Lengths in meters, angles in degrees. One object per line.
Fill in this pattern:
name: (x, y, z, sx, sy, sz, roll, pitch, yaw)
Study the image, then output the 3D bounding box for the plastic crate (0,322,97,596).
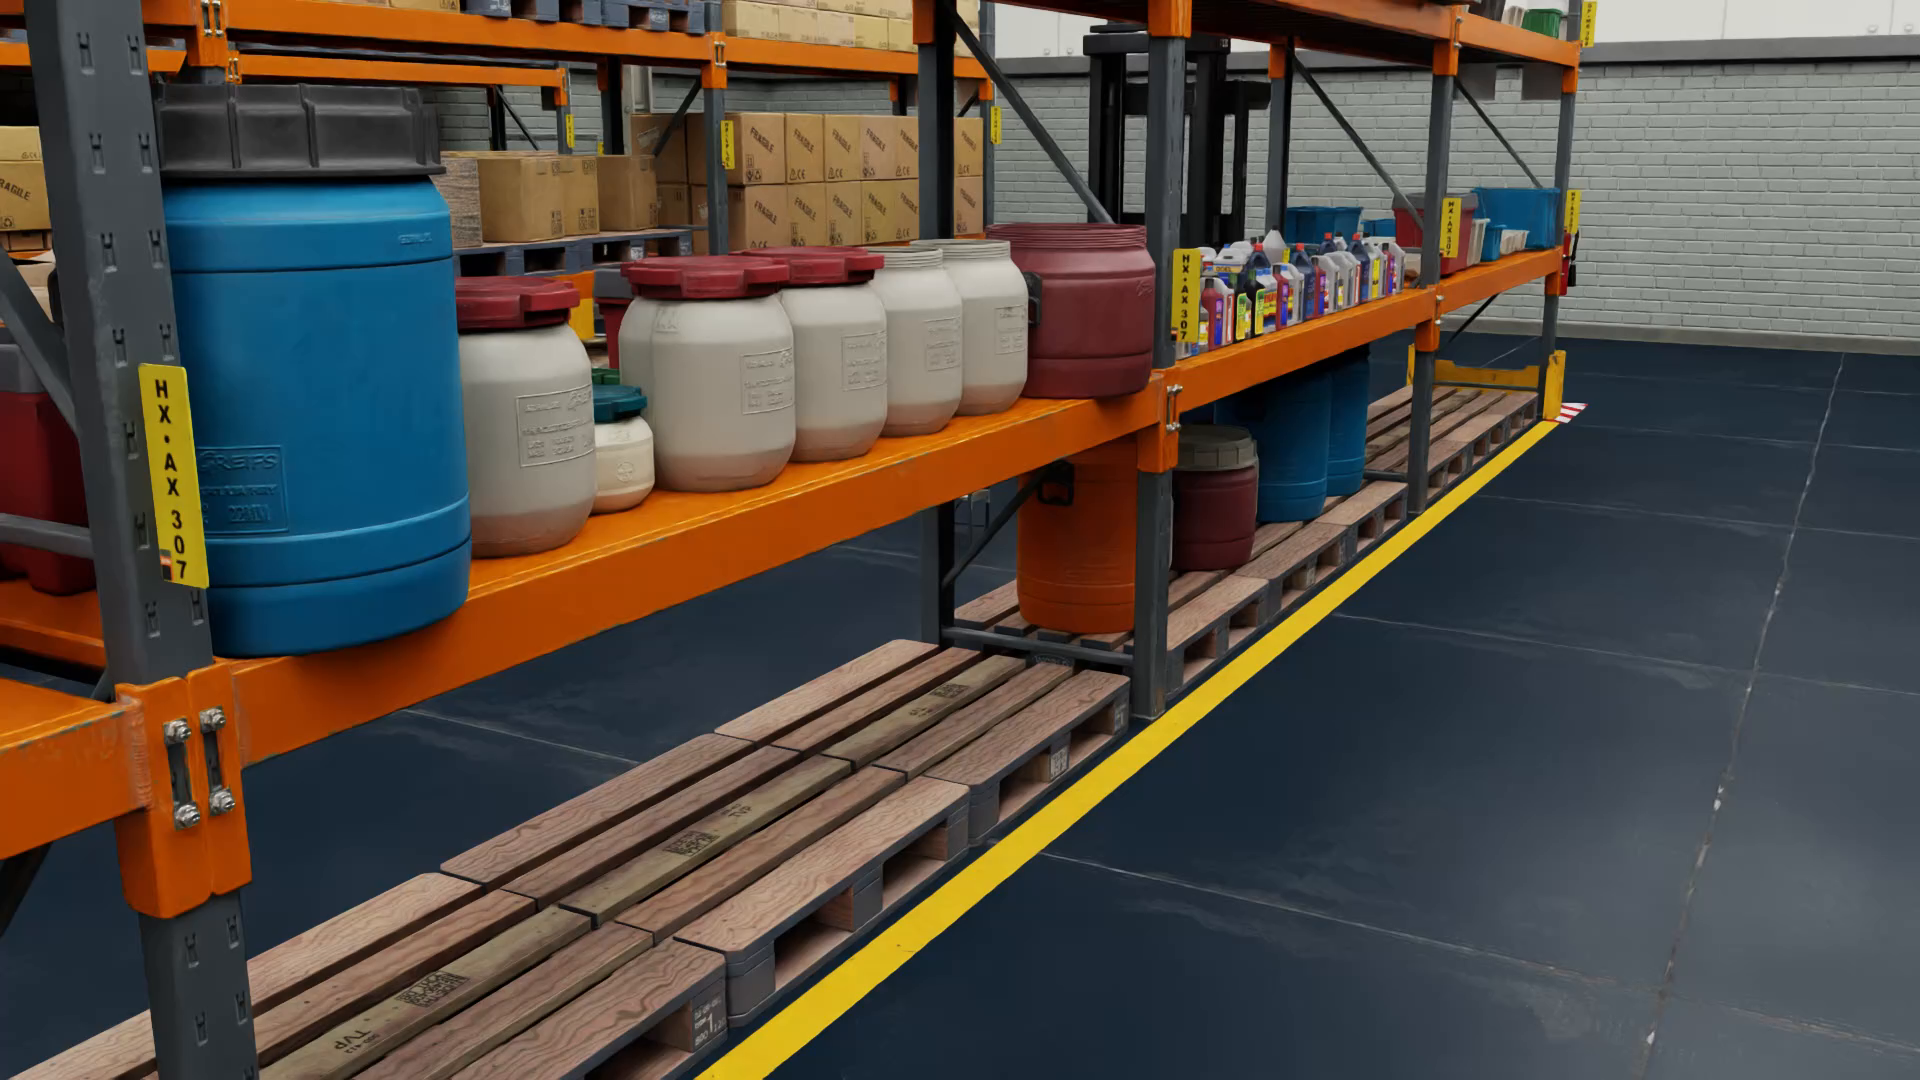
plastic crate: (-1.657, -0.188, 3.275, 0.402, 0.464, 0.583, 7, 15, 28)

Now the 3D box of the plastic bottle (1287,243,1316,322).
plastic bottle: (1.554, -1.188, 7.667, 0.144, 0.351, 0.185, 7, 15, 28)

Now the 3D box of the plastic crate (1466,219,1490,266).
plastic crate: (3.143, -1.928, 10.755, 0.437, 0.282, 0.530, 7, 15, 28)

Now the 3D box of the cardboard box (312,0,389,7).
cardboard box: (-3.596, -3.110, 8.920, 0.910, 0.500, 0.500, 7, 15, 28)

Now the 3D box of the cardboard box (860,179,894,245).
cardboard box: (-0.872, -2.660, 13.455, 0.500, 0.500, 0.500, 7, 15, 27)

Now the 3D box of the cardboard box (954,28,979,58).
cardboard box: (-0.174, -4.297, 14.375, 0.500, 0.250, 0.500, 7, 15, 28)

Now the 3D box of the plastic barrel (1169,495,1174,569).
plastic barrel: (0.727, -0.066, 7.320, 0.421, 0.512, 0.421, 0, 14, 0)

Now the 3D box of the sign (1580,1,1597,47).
sign: (4.667, -3.833, 12.355, 0.100, 0.325, 0.005, 7, 15, 28)

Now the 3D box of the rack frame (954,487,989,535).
rack frame: (0.053, -0.460, 9.022, 0.240, 0.900, 0.006, 7, 15, 28)

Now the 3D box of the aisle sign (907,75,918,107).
aisle sign: (-0.381, -4.358, 15.161, 0.394, 0.787, 0.004, 7, 15, 28)

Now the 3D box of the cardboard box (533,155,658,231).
cardboard box: (-2.515, -2.407, 11.507, 0.700, 0.500, 0.500, 2, 14, 9)

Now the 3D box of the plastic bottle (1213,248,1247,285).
plastic bottle: (1.372, -1.345, 8.475, 0.152, 0.276, 0.135, 7, 15, 28)

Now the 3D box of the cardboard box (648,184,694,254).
cardboard box: (-2.073, -2.406, 12.400, 0.500, 0.500, 0.500, 8, 16, 29)

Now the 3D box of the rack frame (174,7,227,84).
rack frame: (-4.024, -1.405, 8.462, 1.000, 3.000, 0.127, 7, 15, 28)

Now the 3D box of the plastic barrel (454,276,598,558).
plastic barrel: (-0.969, -0.260, 3.422, 0.433, 0.535, 0.433, 0, 14, 0)

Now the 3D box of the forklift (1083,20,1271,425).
forklift: (1.548, -2.174, 11.799, 1.130, 2.935, 3.031, 6, 15, 25)

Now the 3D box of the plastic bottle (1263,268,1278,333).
plastic bottle: (1.329, -1.043, 7.235, 0.097, 0.271, 0.097, 0, 14, 0)

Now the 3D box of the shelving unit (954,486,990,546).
shelving unit: (0.004, -0.439, 8.935, 0.258, 0.900, 0.210, 7, 15, 28)

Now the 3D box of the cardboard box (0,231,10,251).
cardboard box: (-7.268, -2.211, 12.296, 0.380, 0.149, 0.250, 7, 15, 28)

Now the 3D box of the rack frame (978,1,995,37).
rack frame: (-0.157, -5.963, 14.567, 1.000, 3.000, 0.127, 7, 15, 28)

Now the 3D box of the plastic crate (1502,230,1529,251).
plastic crate: (3.942, -2.198, 12.184, 0.396, 0.136, 0.243, 7, 15, 28)

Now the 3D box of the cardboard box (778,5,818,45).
cardboard box: (-1.393, -3.785, 12.253, 0.500, 0.250, 0.500, 7, 15, 28)

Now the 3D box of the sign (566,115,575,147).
sign: (-4.026, -4.221, 17.165, 0.100, 0.325, 0.005, 7, 15, 28)

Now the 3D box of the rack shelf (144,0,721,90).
rack shelf: (-3.057, -2.924, 9.897, 1.077, 0.370, 4.000, 7, 15, 28)

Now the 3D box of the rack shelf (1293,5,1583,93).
rack shelf: (3.211, -3.183, 10.970, 1.077, 0.370, 4.000, 7, 15, 28)

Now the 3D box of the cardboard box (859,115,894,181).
cardboard box: (-0.869, -3.143, 13.322, 0.500, 0.500, 0.500, 8, 16, 30)

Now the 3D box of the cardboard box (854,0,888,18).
cardboard box: (-0.904, -4.232, 13.043, 0.500, 0.250, 0.500, 7, 15, 28)

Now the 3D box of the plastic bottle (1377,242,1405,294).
plastic bottle: (2.337, -1.486, 9.062, 0.152, 0.276, 0.135, 7, 15, 28)

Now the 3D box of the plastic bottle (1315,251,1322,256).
plastic bottle: (1.798, -1.316, 8.365, 0.097, 0.271, 0.097, 0, 14, 0)

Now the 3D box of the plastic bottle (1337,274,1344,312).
plastic bottle: (1.819, -1.217, 8.105, 0.097, 0.201, 0.097, 0, 14, 0)

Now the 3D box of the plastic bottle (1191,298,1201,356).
plastic bottle: (0.883, -0.854, 6.448, 0.097, 0.271, 0.097, 0, 14, 0)

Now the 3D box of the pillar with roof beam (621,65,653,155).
pillar with roof beam: (-0.178, -6.688, 17.573, 9.100, 9.000, 0.400, 7, 15, 28)

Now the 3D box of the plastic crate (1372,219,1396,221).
plastic crate: (3.134, -2.149, 11.776, 0.416, 0.233, 0.300, 7, 15, 28)

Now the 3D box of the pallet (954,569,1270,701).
pallet: (0.655, 0.346, 7.148, 1.003, 0.211, 1.213, 7, 15, 28)

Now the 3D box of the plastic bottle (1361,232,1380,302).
plastic bottle: (2.086, -1.414, 8.605, 0.144, 0.351, 0.185, 7, 15, 28)

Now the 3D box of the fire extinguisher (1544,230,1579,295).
fire extinguisher: (4.648, -2.245, 12.907, 0.296, 0.674, 0.183, 7, 15, 28)

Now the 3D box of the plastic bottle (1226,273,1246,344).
plastic bottle: (1.131, -0.956, 6.847, 0.061, 0.283, 0.133, 7, 15, 28)

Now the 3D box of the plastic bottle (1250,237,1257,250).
plastic bottle: (1.629, -1.553, 9.324, 0.061, 0.283, 0.133, 7, 15, 28)

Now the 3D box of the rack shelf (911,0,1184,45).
rack shelf: (-0.656, -1.541, 4.162, 1.077, 0.370, 4.000, 7, 15, 28)

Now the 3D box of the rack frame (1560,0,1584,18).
rack frame: (4.178, -5.401, 12.236, 1.000, 3.000, 0.127, 7, 15, 28)

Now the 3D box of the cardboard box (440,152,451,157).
cardboard box: (-5.451, -3.341, 15.852, 0.980, 0.700, 0.700, 7, 15, 25)

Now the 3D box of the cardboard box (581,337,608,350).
cardboard box: (-2.537, -1.153, 11.810, 0.500, 0.500, 0.500, 7, 15, 26)

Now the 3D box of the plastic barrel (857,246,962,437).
plastic barrel: (-0.204, -0.576, 4.784, 0.421, 0.512, 0.421, 0, 14, 0)

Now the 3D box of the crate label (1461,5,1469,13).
crate label: (2.734, -3.062, 9.495, 0.293, 0.136, 0.466, 7, 15, 28)

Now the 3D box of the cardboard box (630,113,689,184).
cardboard box: (-2.072, -2.894, 12.289, 0.500, 0.500, 0.500, 7, 15, 28)

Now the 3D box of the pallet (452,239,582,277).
pallet: (-3.088, -1.711, 10.142, 1.003, 0.211, 1.213, 7, 15, 28)

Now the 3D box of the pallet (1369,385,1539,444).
pallet: (3.745, -0.964, 12.582, 1.003, 0.211, 1.213, 7, 15, 28)

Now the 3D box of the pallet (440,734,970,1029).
pallet: (-0.689, 0.916, 4.783, 1.003, 0.211, 1.213, 7, 15, 28)

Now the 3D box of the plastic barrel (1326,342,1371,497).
plastic barrel: (1.966, -0.738, 9.277, 0.600, 0.901, 0.708, 7, 15, 28)

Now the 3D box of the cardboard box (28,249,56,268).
cardboard box: (-4.238, -1.292, 8.183, 0.500, 0.311, 0.500, 9, 16, 32)

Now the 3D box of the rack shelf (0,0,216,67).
rack shelf: (-4.991, -2.103, 6.493, 1.077, 0.370, 4.000, 7, 15, 28)
